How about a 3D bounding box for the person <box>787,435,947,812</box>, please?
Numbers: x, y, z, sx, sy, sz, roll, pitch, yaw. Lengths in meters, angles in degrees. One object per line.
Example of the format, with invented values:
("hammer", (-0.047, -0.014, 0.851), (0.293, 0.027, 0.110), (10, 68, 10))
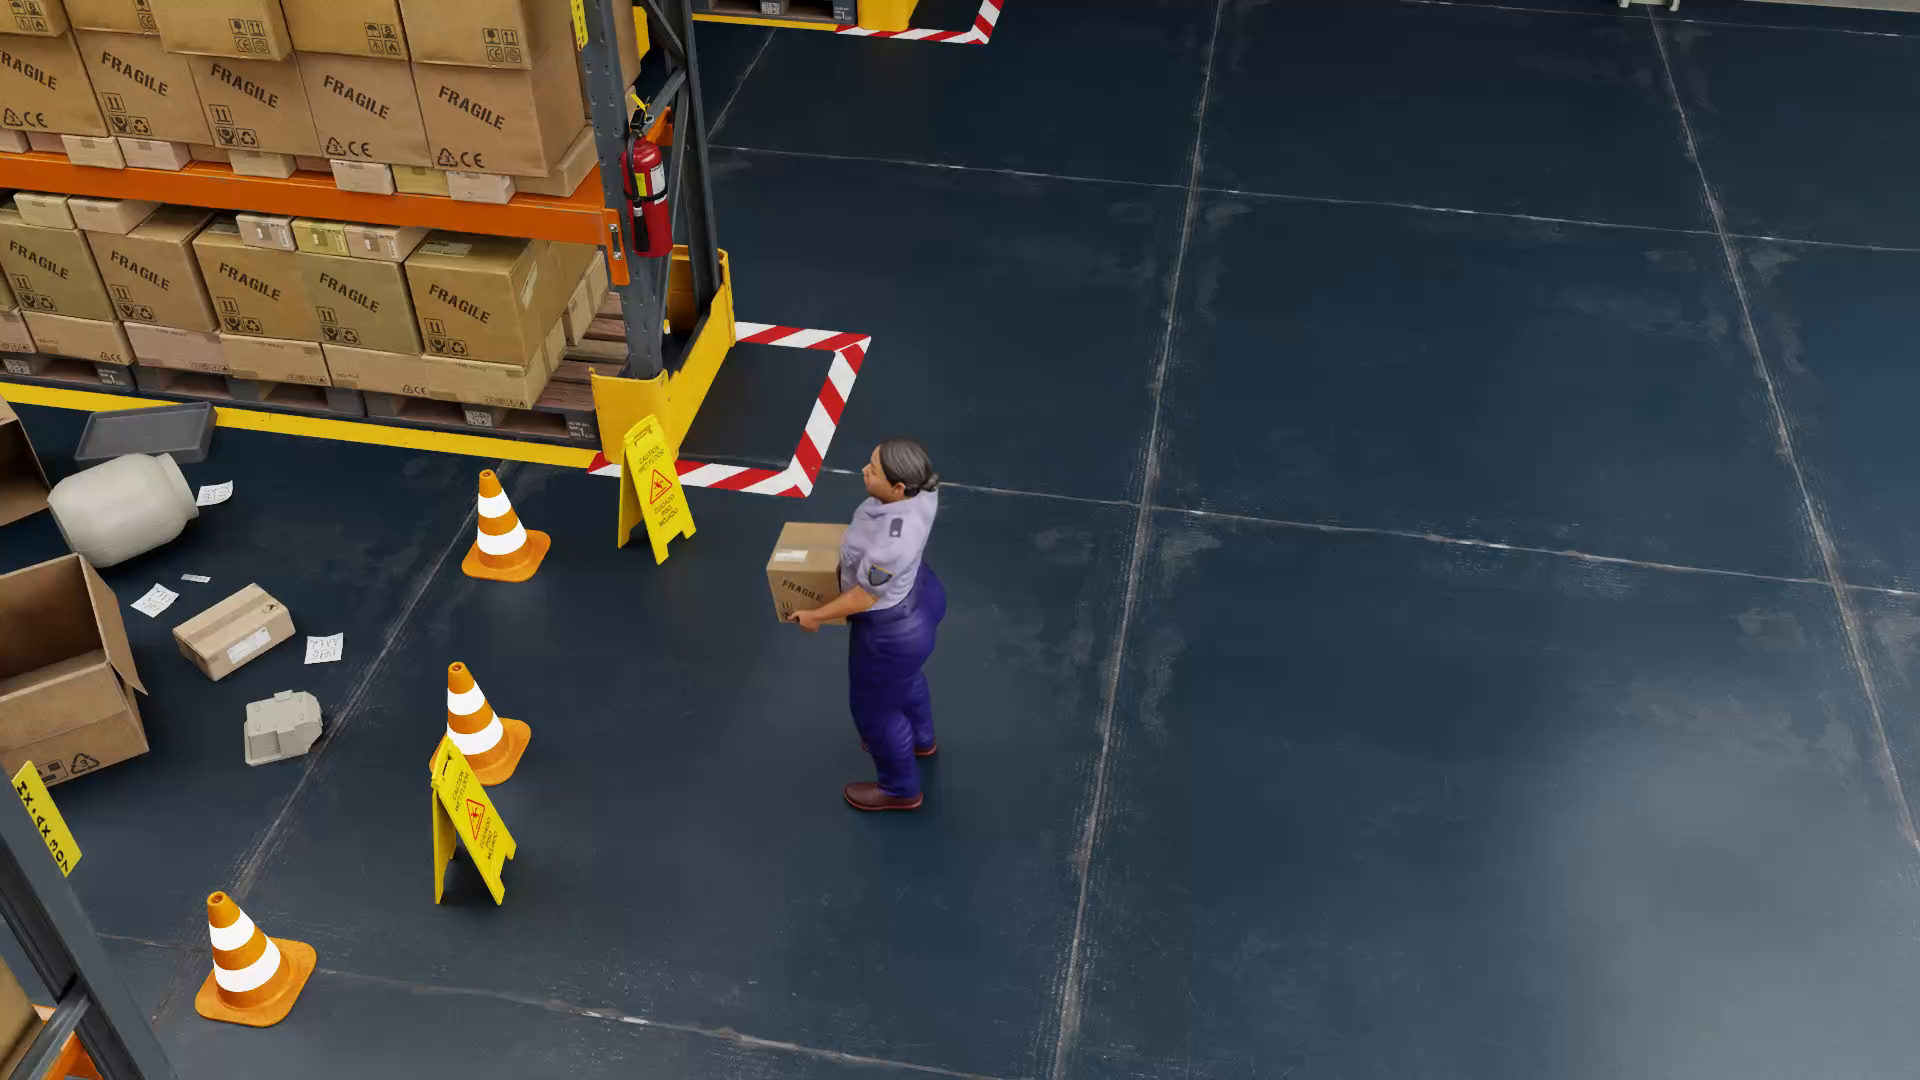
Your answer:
("person", (-0.320, 0.279, 5.864), (0.515, 1.625, 0.453), (7, 41, 8))
